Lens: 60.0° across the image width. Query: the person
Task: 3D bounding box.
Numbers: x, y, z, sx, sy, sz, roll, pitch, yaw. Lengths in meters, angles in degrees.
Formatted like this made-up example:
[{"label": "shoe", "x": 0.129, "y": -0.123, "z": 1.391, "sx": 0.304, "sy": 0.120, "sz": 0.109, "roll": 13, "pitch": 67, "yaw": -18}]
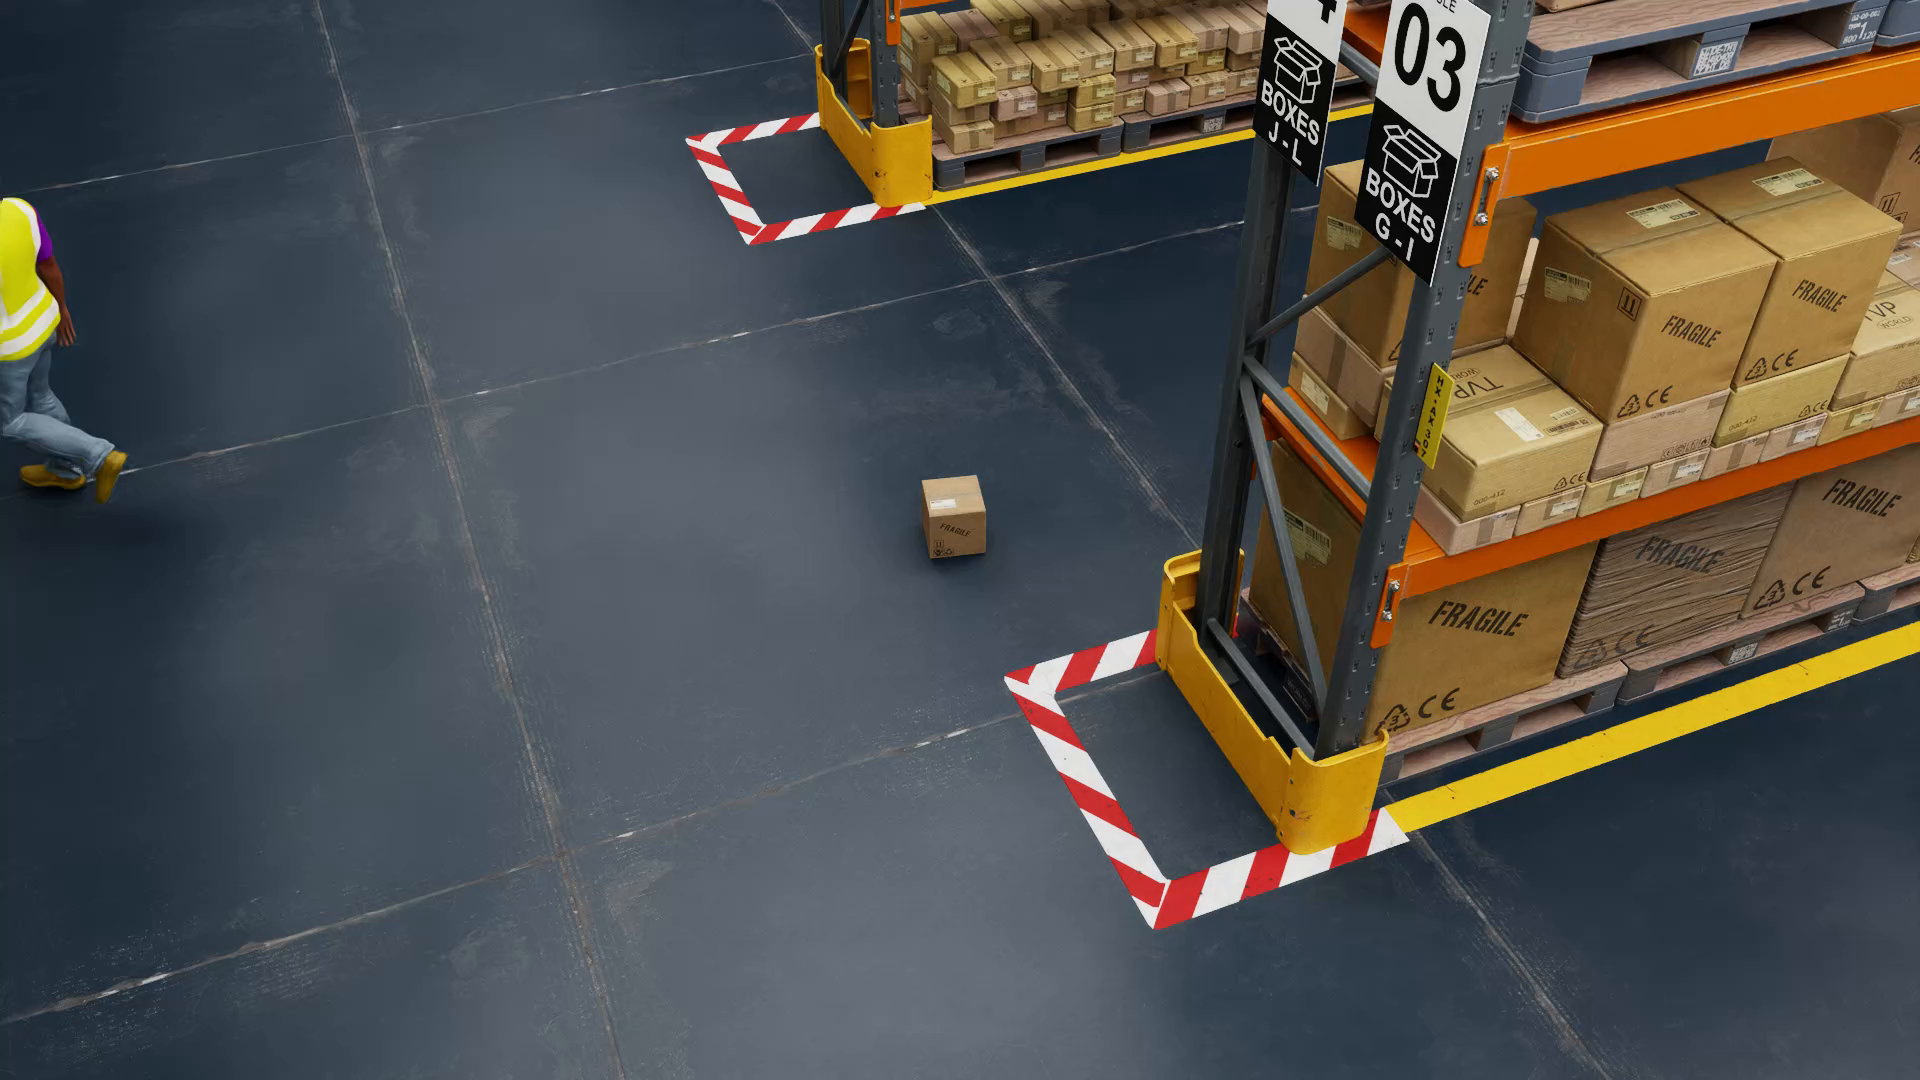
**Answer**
[{"label": "person", "x": -4.033, "y": -0.878, "z": 7.116, "sx": 0.702, "sy": 1.749, "sz": 0.577, "roll": 6, "pitch": 42, "yaw": 7}]
